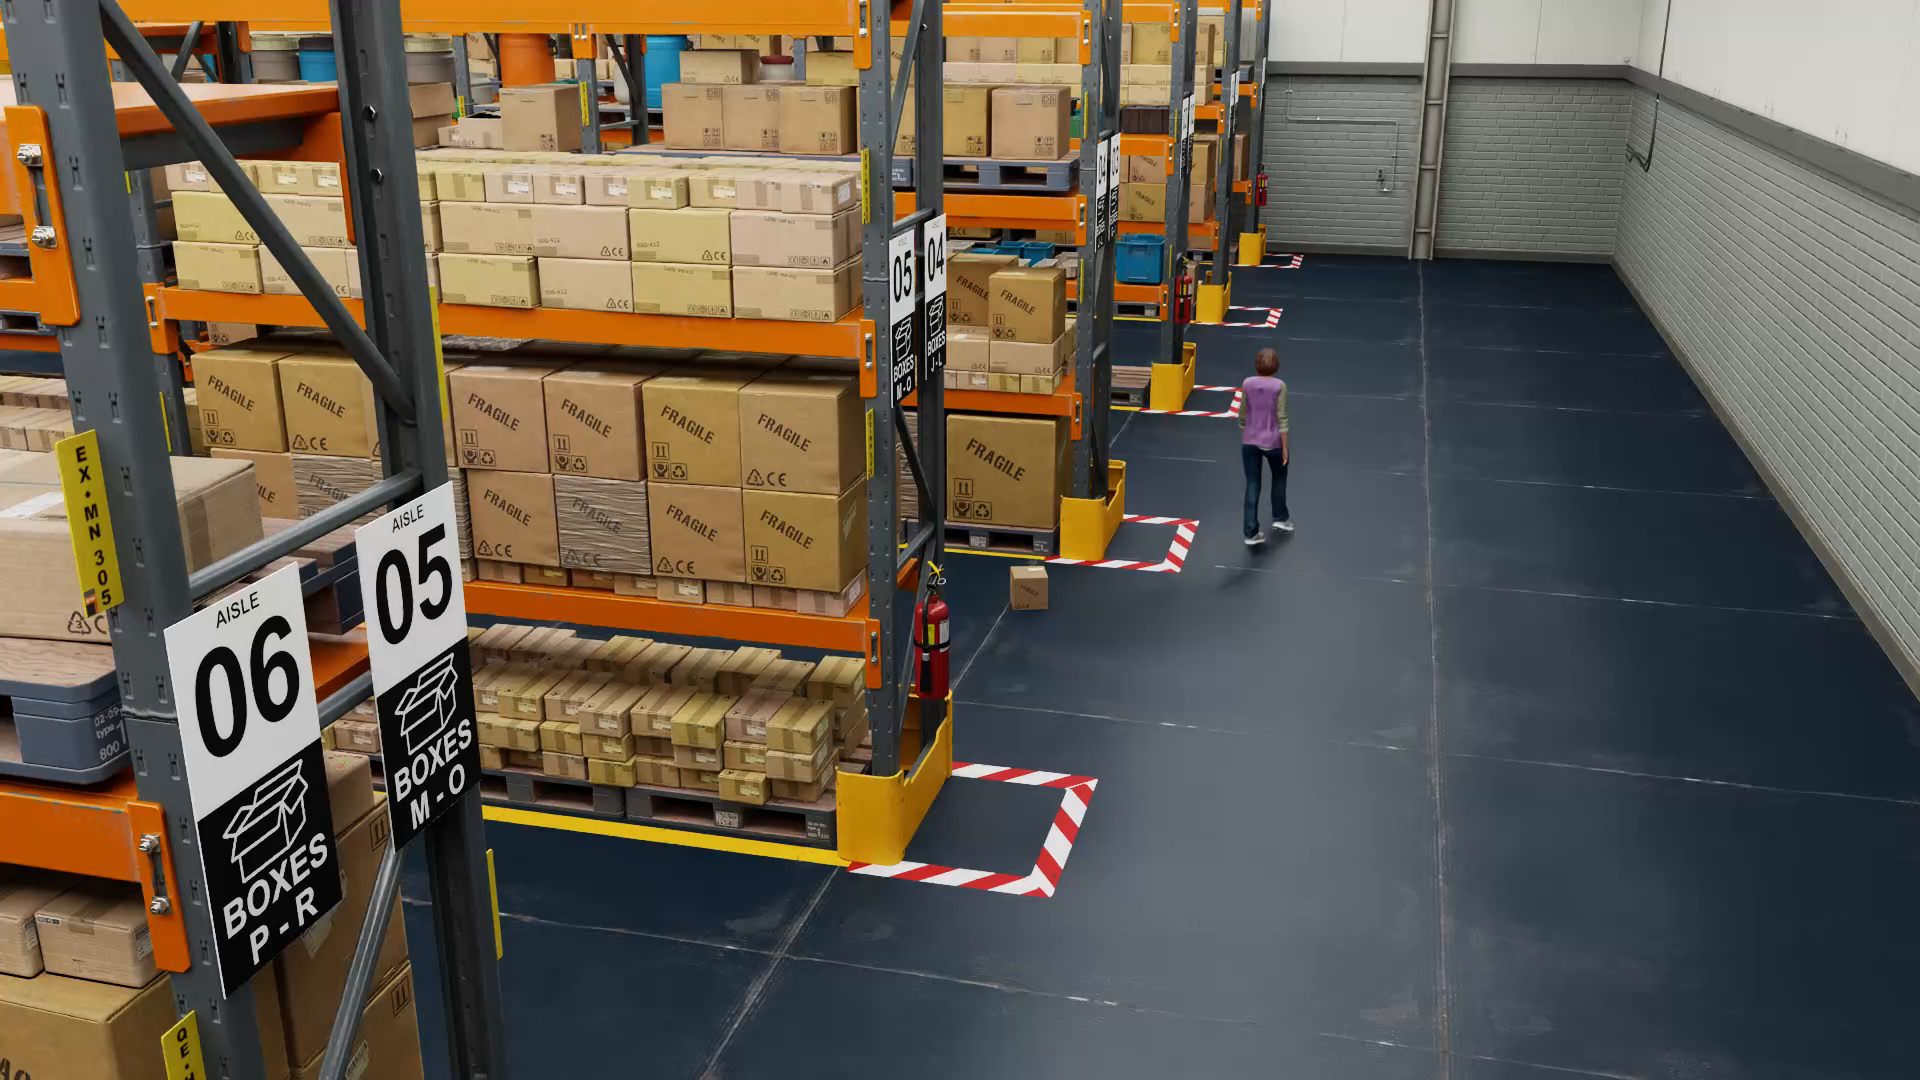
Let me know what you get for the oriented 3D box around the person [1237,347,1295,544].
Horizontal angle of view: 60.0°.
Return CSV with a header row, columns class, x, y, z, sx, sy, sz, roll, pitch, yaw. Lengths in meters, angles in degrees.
class,x,y,z,sx,sy,sz,roll,pitch,yaw
person,2.448,-0.776,13.356,0.456,1.592,0.751,8,20,23
